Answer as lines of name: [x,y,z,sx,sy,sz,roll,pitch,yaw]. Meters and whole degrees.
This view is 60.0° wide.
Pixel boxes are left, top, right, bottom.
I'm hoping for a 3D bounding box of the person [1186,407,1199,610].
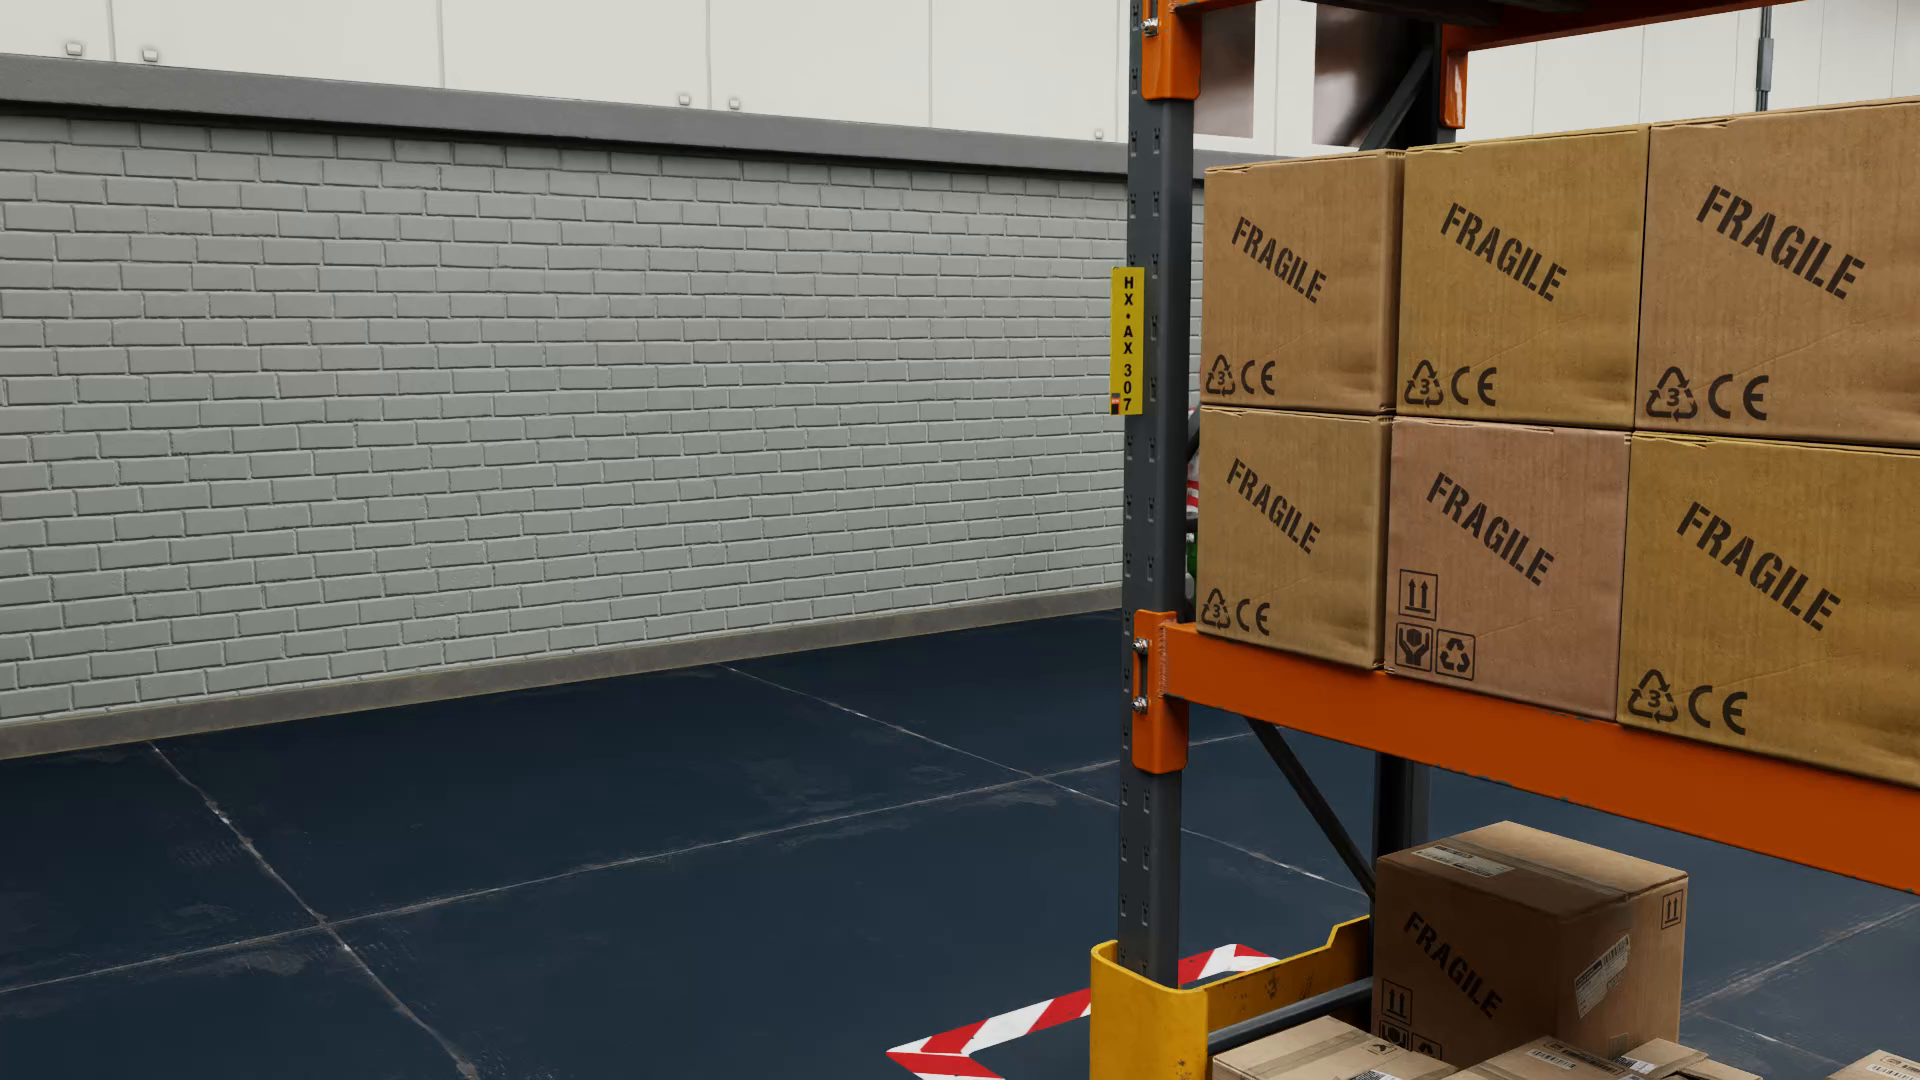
person: [1.403,-0.129,9.131,0.588,1.781,0.548,-4,9,-26]
